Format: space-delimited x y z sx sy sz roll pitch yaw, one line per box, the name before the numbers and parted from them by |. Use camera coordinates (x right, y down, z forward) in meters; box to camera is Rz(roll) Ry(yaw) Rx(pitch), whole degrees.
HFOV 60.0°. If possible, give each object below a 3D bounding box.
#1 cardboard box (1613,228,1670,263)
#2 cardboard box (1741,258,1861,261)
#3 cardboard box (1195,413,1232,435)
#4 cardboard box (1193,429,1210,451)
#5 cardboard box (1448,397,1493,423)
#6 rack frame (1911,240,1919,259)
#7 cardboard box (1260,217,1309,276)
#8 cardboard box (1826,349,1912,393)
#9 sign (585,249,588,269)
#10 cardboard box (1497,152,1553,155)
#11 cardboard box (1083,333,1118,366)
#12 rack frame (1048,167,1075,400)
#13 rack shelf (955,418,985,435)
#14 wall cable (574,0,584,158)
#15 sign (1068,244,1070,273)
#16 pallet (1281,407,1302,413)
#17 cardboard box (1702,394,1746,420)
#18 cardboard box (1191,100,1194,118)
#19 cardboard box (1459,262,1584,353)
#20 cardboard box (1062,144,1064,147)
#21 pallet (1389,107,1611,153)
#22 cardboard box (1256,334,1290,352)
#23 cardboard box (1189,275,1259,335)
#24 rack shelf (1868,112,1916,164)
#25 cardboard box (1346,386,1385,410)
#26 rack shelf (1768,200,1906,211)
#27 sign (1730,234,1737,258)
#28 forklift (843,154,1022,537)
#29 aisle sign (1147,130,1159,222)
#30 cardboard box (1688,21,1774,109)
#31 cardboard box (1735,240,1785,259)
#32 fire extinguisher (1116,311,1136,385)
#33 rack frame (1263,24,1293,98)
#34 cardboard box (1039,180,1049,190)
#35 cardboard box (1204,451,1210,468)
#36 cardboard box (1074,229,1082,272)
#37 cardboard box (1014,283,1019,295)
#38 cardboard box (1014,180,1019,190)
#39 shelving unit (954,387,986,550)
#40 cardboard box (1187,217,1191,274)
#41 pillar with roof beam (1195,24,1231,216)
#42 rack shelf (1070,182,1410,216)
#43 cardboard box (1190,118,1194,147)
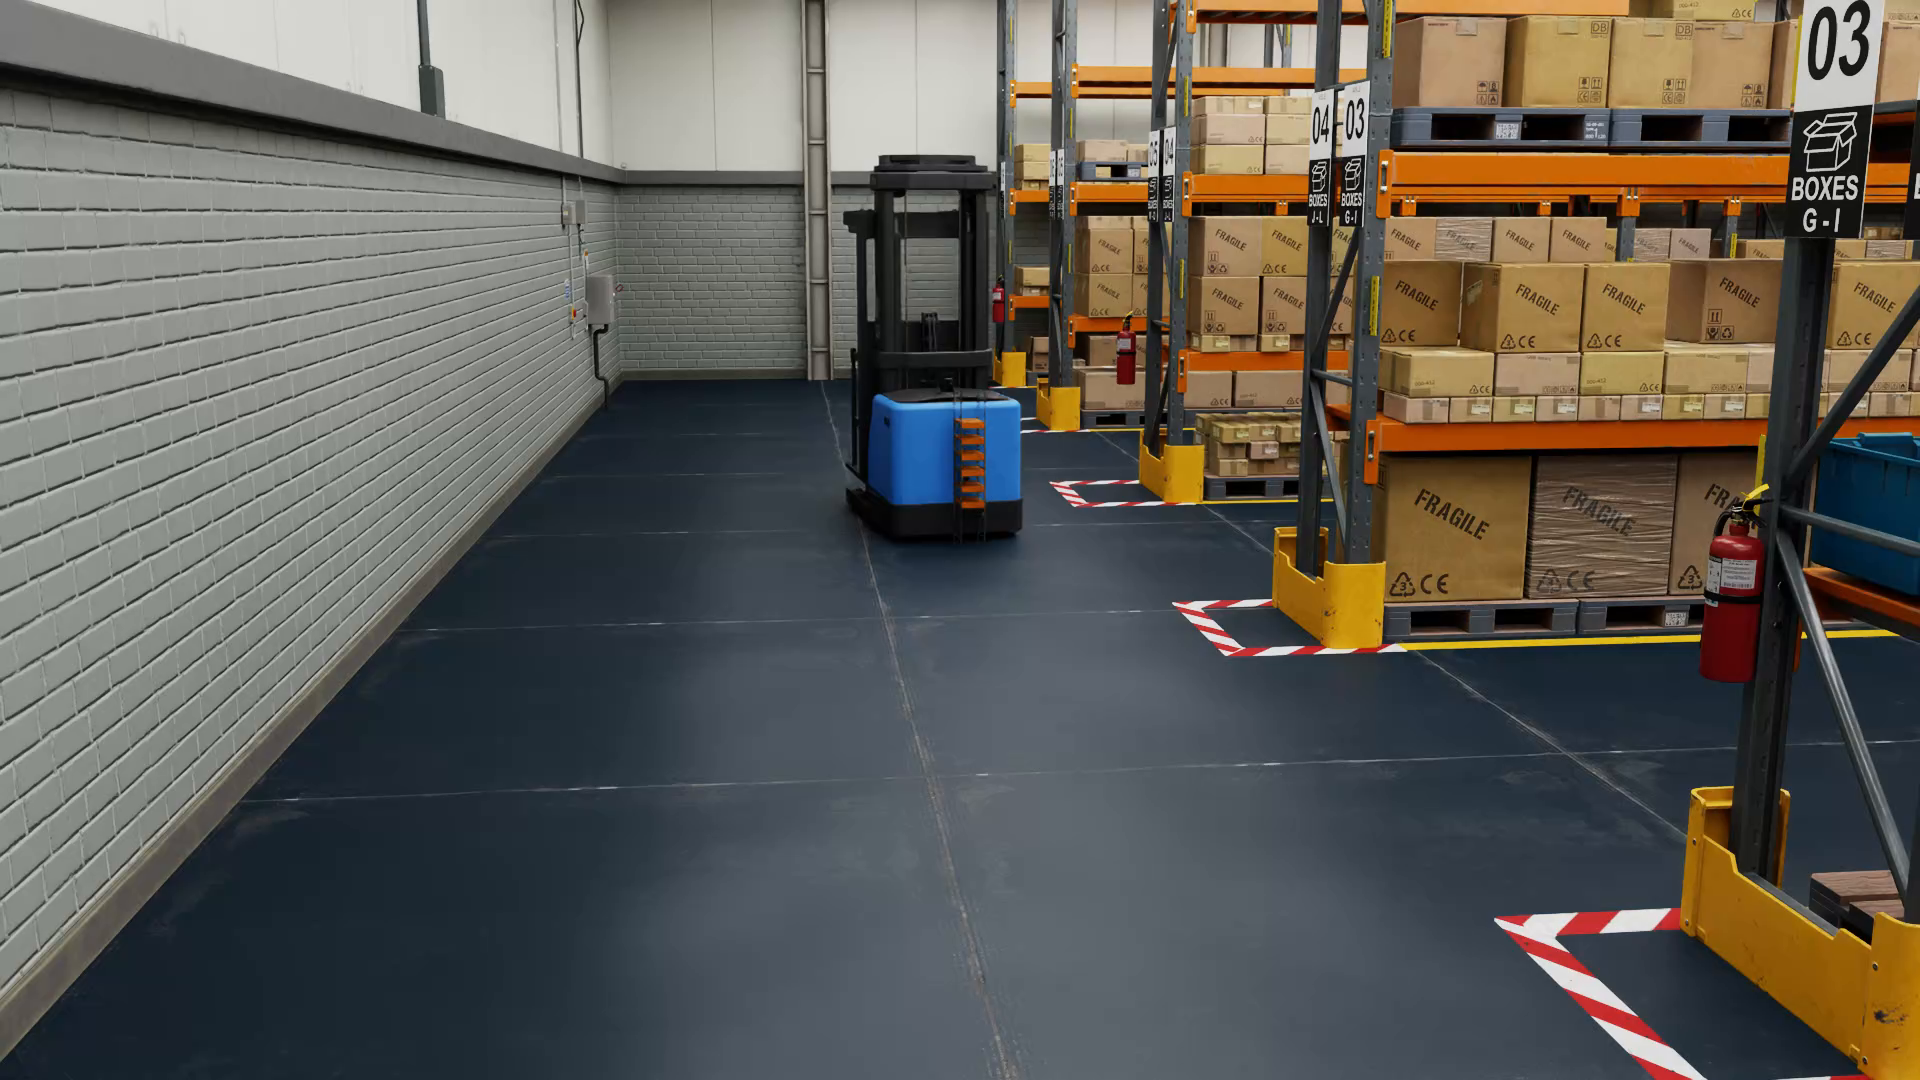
cardboard box | 8.151 -3.487 19.976 0.500 0.500 0.500 -1 11 -5
cardboard box | 5.246 -1.507 10.431 0.500 0.500 0.500 -1 11 -6
cardboard box | 2.327 -1.065 15.269 0.250 0.149 0.380 -1 11 -5
cardboard box | 2.322 -0.925 15.329 0.250 0.149 0.380 -2 11 -8
cardboard box | 2.907 -0.779 9.708 0.250 0.149 0.380 -1 11 -7
rack frame | 6.240 -1.036 10.364 0.127 3.000 1.000 -1 11 -6
cardboard box | 2.804 -2.562 14.502 0.500 0.500 0.500 -1 11 -4
cardboard box | 5.315 -1.038 9.989 0.500 0.250 0.500 -1 11 -4
sign | -4.692 -3.528 20.895 0.001 0.242 0.339 -1 11 -6
cardboard box | 4.848 -3.318 14.581 0.500 0.250 0.500 -1 11 -6
cardboard box | 2.125 -2.790 24.674 0.500 0.500 0.700 -1 11 -4
rack frame | 1.193 -2.854 19.607 0.127 3.000 1.000 -1 11 -6
rack shelf | 0.072 -0.851 12.448 0.180 0.103 0.258 -3 11 -13
wall cable | -4.774 -6.322 21.602 0.133 3.039 2.988 -1 11 -6
sign | 1.247 -3.211 18.974 0.005 0.325 0.100 -1 11 -6
pallet | 4.405 -1.568 20.295 1.213 0.211 1.003 -1 11 -6
cardboard box | 4.441 -0.812 9.874 0.250 0.149 0.380 -1 11 -5
cardboard box | 2.127 -3.809 14.749 0.250 0.149 0.380 -1 11 -7
cardboard box | 3.267 -1.362 9.694 0.500 0.500 0.500 -1 11 -7
cardboard box | 1.629 -5.563 23.934 0.500 0.250 0.500 -1 11 -6
pallet | 2.999 -2.399 9.748 1.213 0.211 1.003 -1 11 -6
cardboard box | 2.707 -1.736 14.571 0.250 0.149 0.380 -2 11 -8
cardboard box | 2.304 -2.058 14.529 0.500 0.500 0.500 -1 11 -3
rack shelf | 4.786 -1.164 5.100 4.000 0.370 1.077 -1 11 -6
cardboard box | 2.582 -0.900 10.323 0.250 0.149 0.380 -1 11 -5
rack shelf | 14.571 -5.216 25.712 4.000 0.370 1.077 -1 11 -6
sign | 9.209 -3.482 19.802 0.005 0.325 0.100 -1 11 -6
forklift | -0.359 -1.700 13.919 1.130 2.935 3.031 -3 11 -13
aisle sign | 1.723 -3.238 14.823 0.004 0.787 0.394 -1 11 -6
cardboard box | 4.398 -2.791 9.903 0.500 0.500 0.700 -1 11 -4
cardboard box | 9.618 -3.386 20.198 0.500 0.500 0.500 -2 11 -8
fire extinguisher | 1.528 -1.769 15.256 0.183 0.674 0.296 -1 11 -6
rack frame | 4.630 -6.832 24.293 0.127 3.000 1.000 -1 11 -6
cardboard box | 1.253 -5.126 24.043 0.250 0.149 0.380 -1 11 -5
cardboard box | 2.329 -0.764 15.282 0.250 0.149 0.380 -1 11 -5
cardboard box | 1.646 -3.449 19.784 0.500 0.500 0.500 -1 11 -4
cardboard box | 0.954 -3.740 24.770 0.250 0.149 0.380 -1 11 -7
cardboard box | 0.946 -5.205 24.443 0.250 0.149 0.380 -1 11 -5
shelving unit | 0.072 -0.541 12.509 0.189 1.200 0.258 -3 11 -13
cardboard box | 2.256 -2.649 14.945 0.500 0.500 0.500 -1 11 -7
pillar with roof beam | 4.305 -6.165 20.899 0.400 9.000 9.100 -1 11 -6
rack shelf | 3.181 -4.014 19.599 4.000 0.370 1.077 -1 11 -6
cardboard box | 2.258 -3.608 14.763 0.500 0.250 0.500 -2 11 -8
